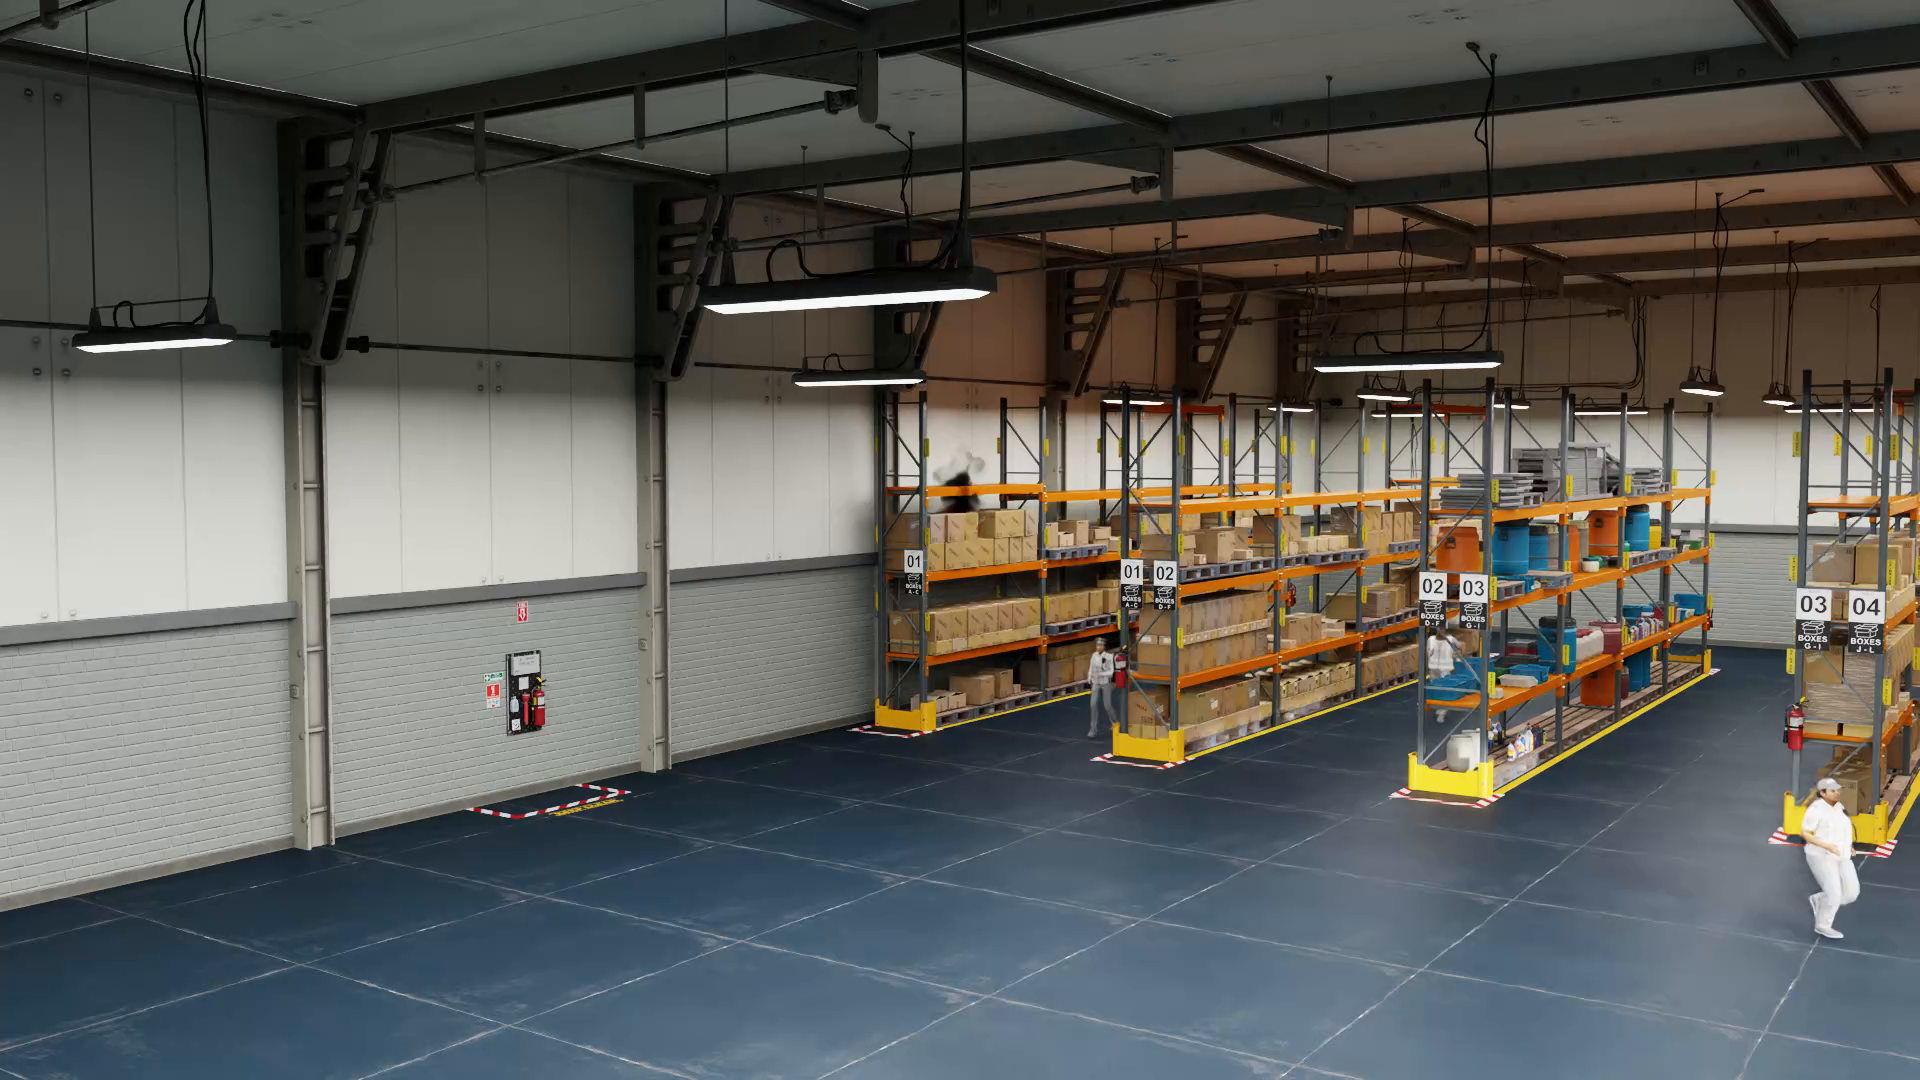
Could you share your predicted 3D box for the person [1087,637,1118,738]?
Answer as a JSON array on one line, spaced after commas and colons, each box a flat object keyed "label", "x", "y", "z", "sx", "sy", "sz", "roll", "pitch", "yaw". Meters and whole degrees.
[{"label": "person", "x": 2.489, "y": 2.553, "z": 28.988, "sx": 0.626, "sy": 1.751, "sz": 0.782, "roll": 2, "pitch": 4, "yaw": 33}]

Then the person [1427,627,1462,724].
[{"label": "person", "x": 8.823, "y": 2.398, "z": 30.539, "sx": 0.670, "sy": 1.821, "sz": 0.881, "roll": 2, "pitch": 4, "yaw": 29}]

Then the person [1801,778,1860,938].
[{"label": "person", "x": 8.910, "y": 3.245, "z": 17.055, "sx": 0.604, "sy": 1.617, "sz": 0.572, "roll": -1, "pitch": 3, "yaw": -23}]
